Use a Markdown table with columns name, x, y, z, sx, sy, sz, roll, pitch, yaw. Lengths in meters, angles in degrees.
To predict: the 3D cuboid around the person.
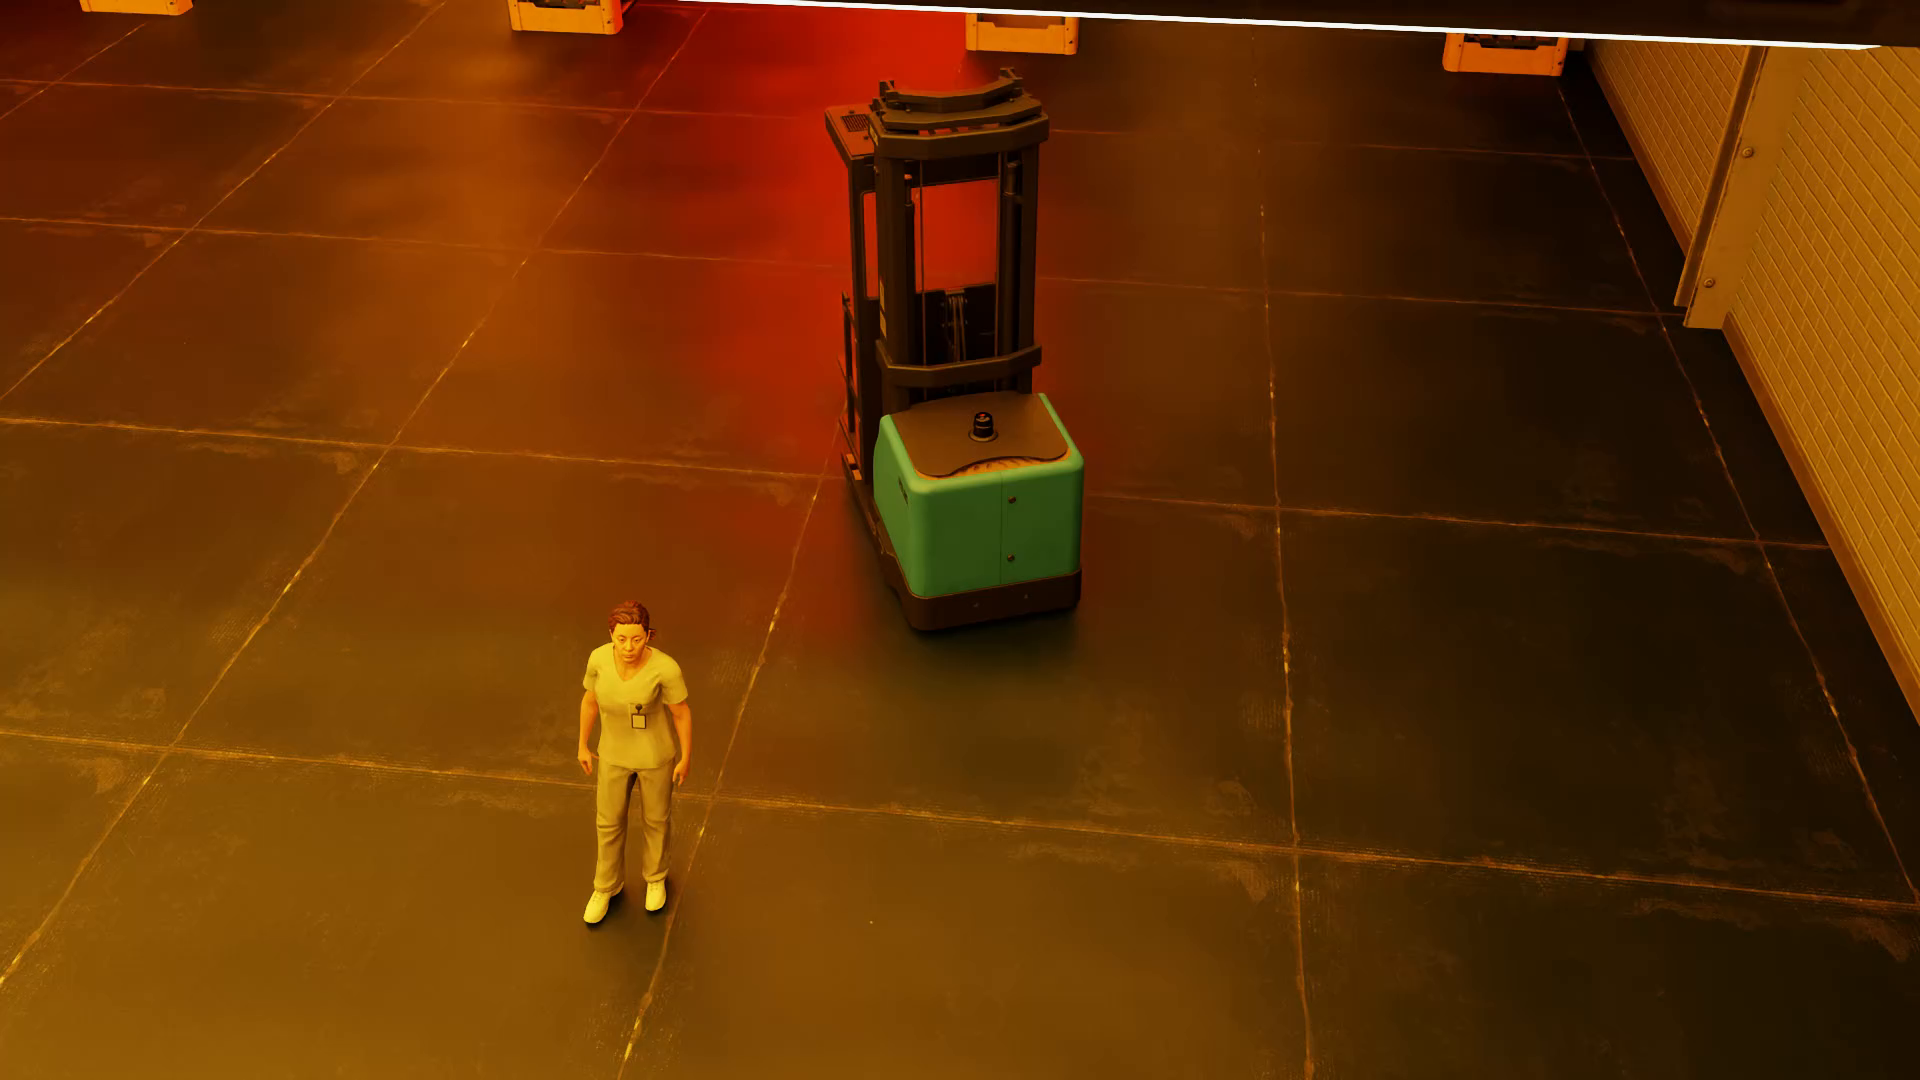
| name | x | y | z | sx | sy | sz | roll | pitch | yaw |
| --- | --- | --- | --- | --- | --- | --- | --- | --- | --- |
| person | -1.512 | 1.035 | 7.672 | 0.550 | 1.675 | 0.549 | 4 | 37 | 5 |

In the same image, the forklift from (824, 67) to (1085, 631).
| name | x | y | z | sx | sy | sz | roll | pitch | yaw |
| --- | --- | --- | --- | --- | --- | --- | --- | --- | --- |
| forklift | -0.159 | -1.528 | 10.103 | 1.130 | 2.935 | 3.031 | -9 | 37 | -12 |
